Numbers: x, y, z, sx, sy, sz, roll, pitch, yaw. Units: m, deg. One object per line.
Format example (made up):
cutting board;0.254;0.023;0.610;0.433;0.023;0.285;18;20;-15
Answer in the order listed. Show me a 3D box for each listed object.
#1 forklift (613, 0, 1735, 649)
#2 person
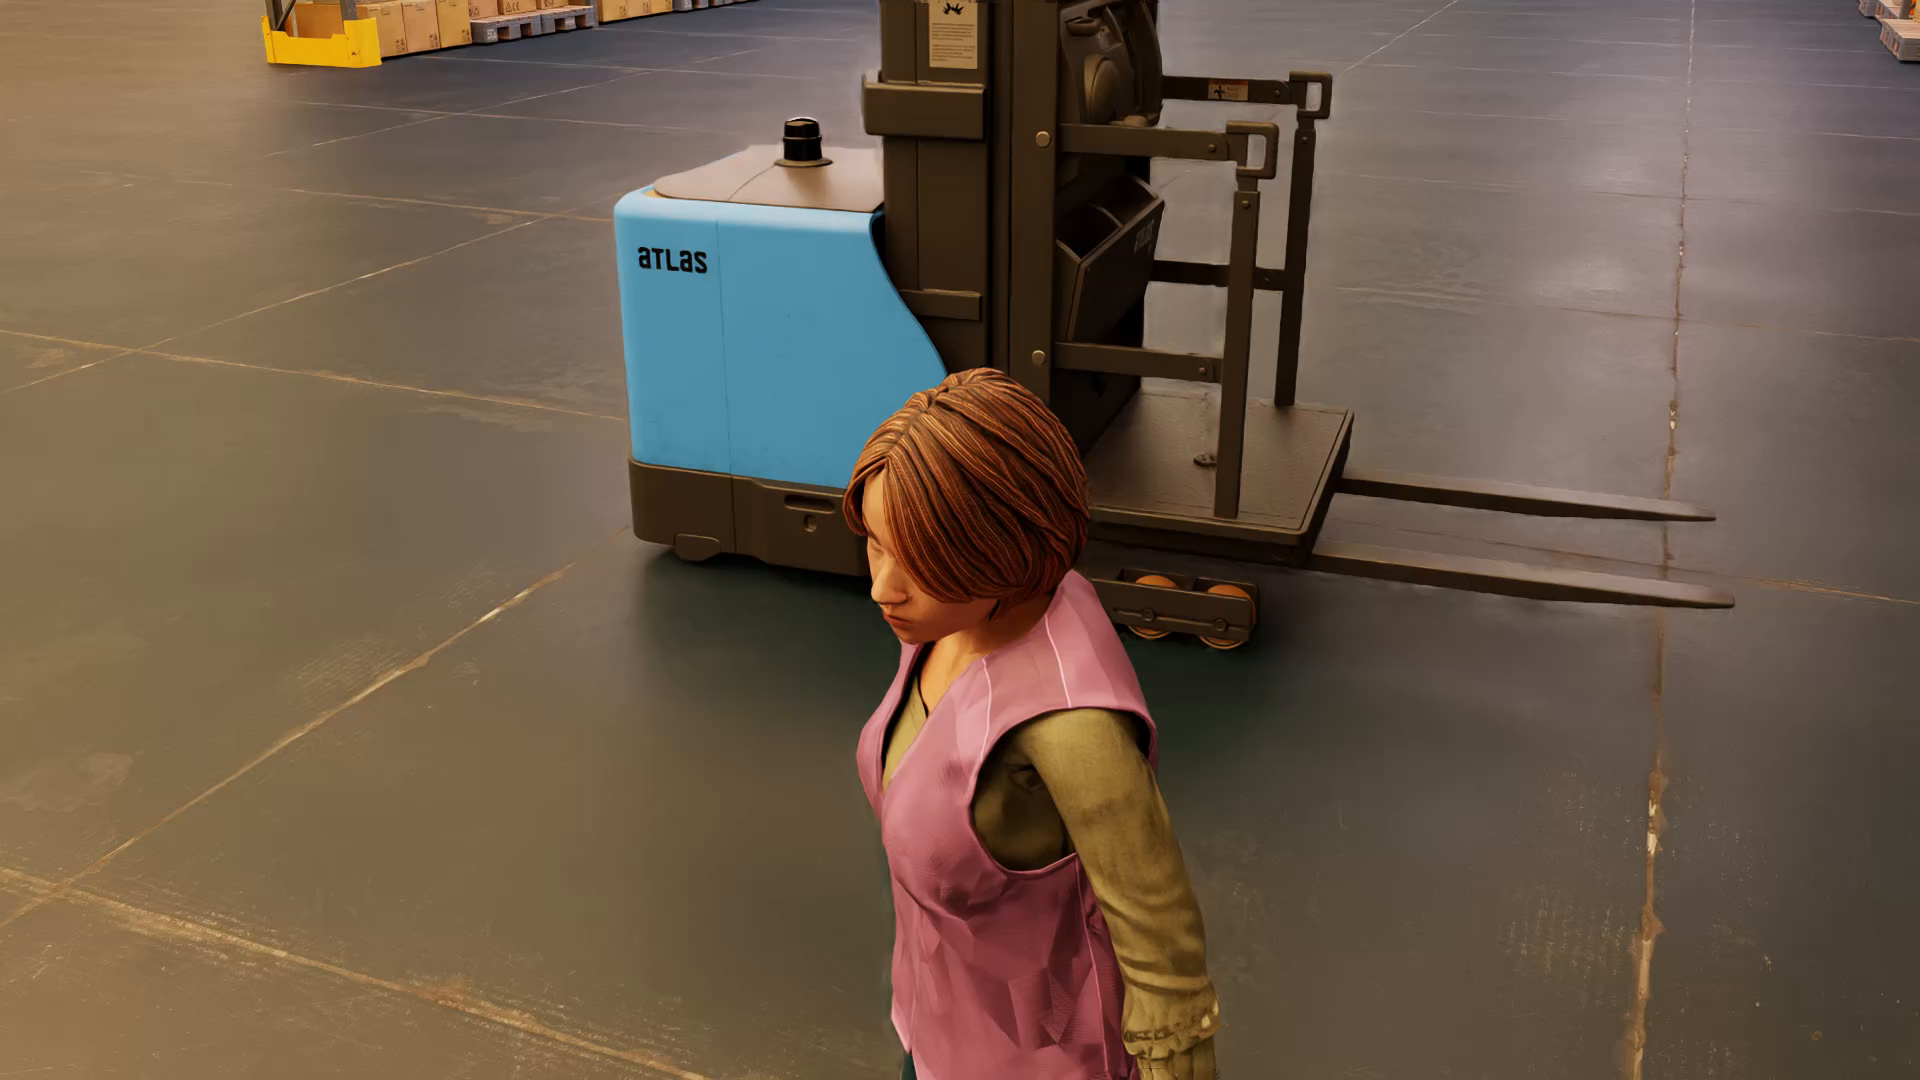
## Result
forklift;0.597;-1.294;4.388;3.031;2.935;1.130;8;24;17
person;0.081;0.564;1.755;0.399;1.563;0.730;-7;24;-16
